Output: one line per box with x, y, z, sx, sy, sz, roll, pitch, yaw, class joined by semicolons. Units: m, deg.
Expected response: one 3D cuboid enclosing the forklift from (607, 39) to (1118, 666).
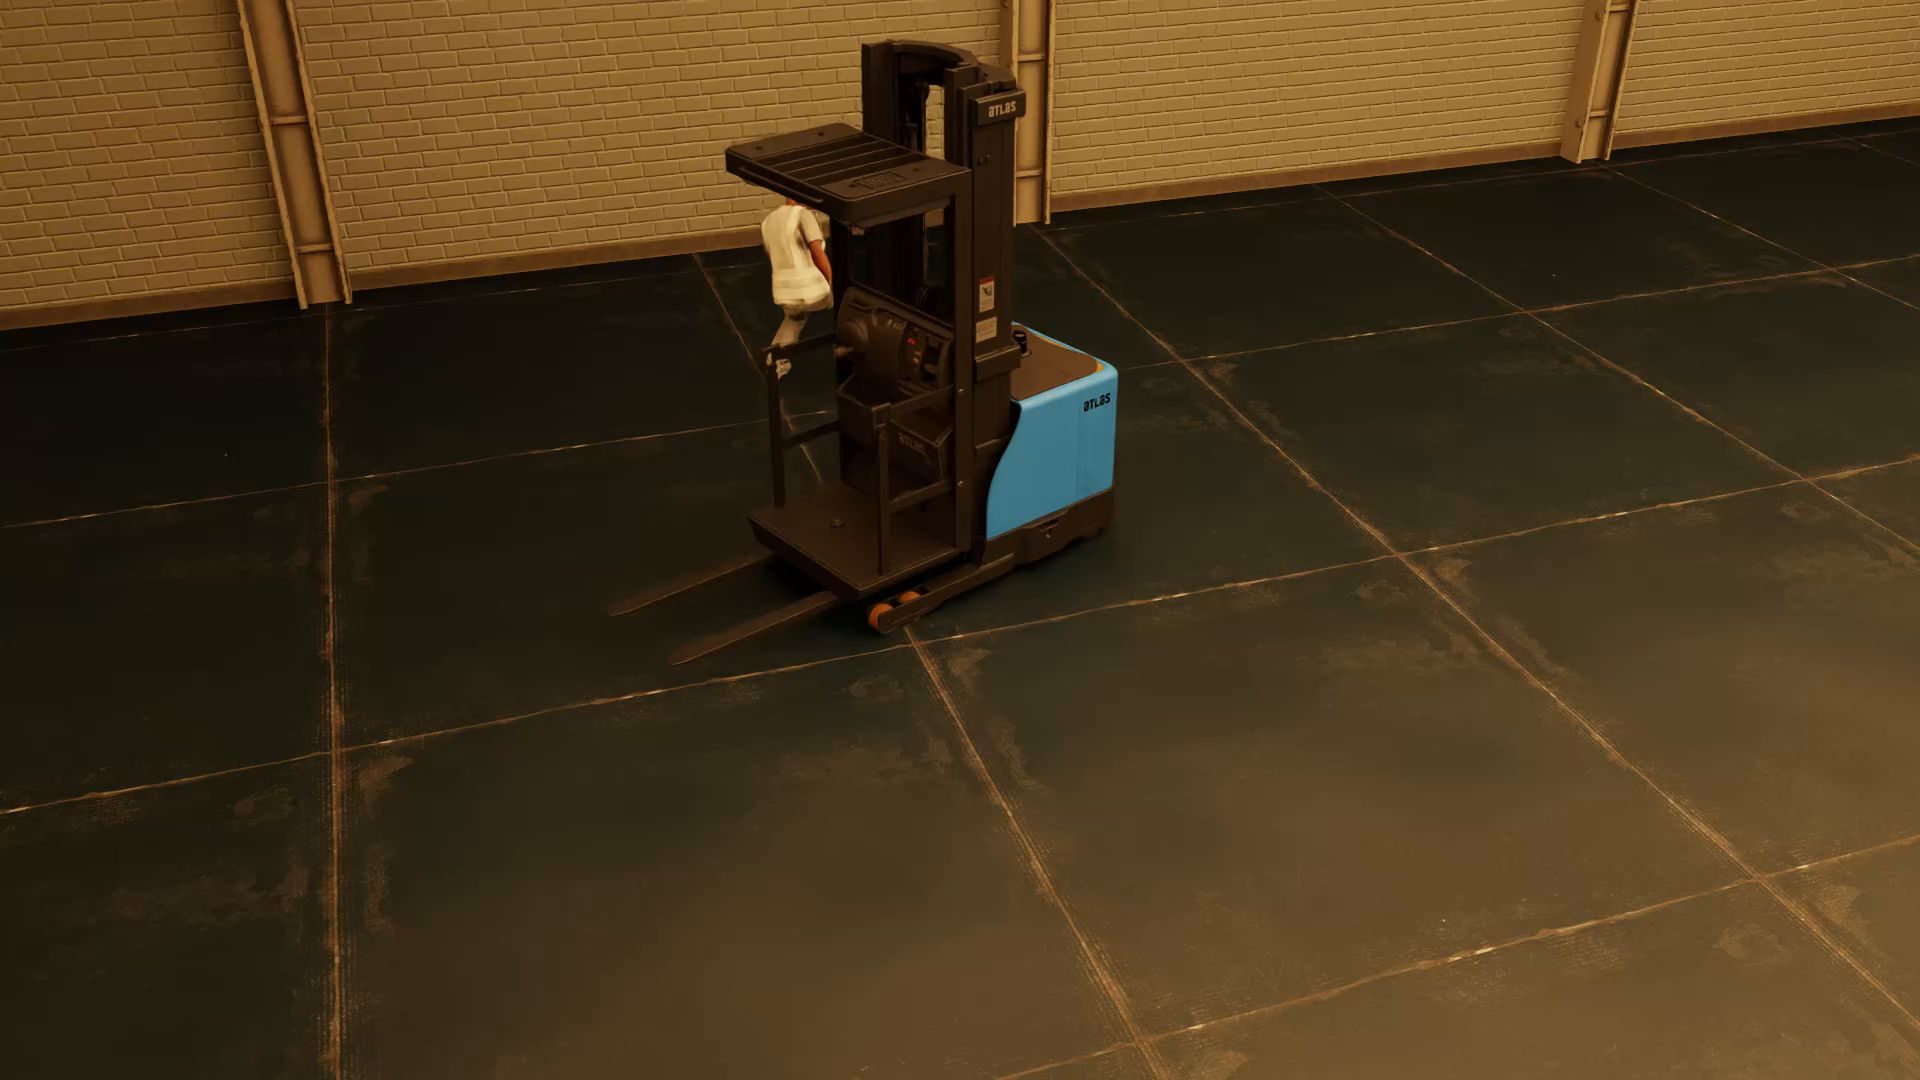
-0.523;-1.051;8.913;3.031;2.935;1.130;-23;37;-34;forklift

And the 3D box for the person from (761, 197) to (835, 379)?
-1.031;-1.851;11.747;0.822;1.540;0.719;15;33;25;person
